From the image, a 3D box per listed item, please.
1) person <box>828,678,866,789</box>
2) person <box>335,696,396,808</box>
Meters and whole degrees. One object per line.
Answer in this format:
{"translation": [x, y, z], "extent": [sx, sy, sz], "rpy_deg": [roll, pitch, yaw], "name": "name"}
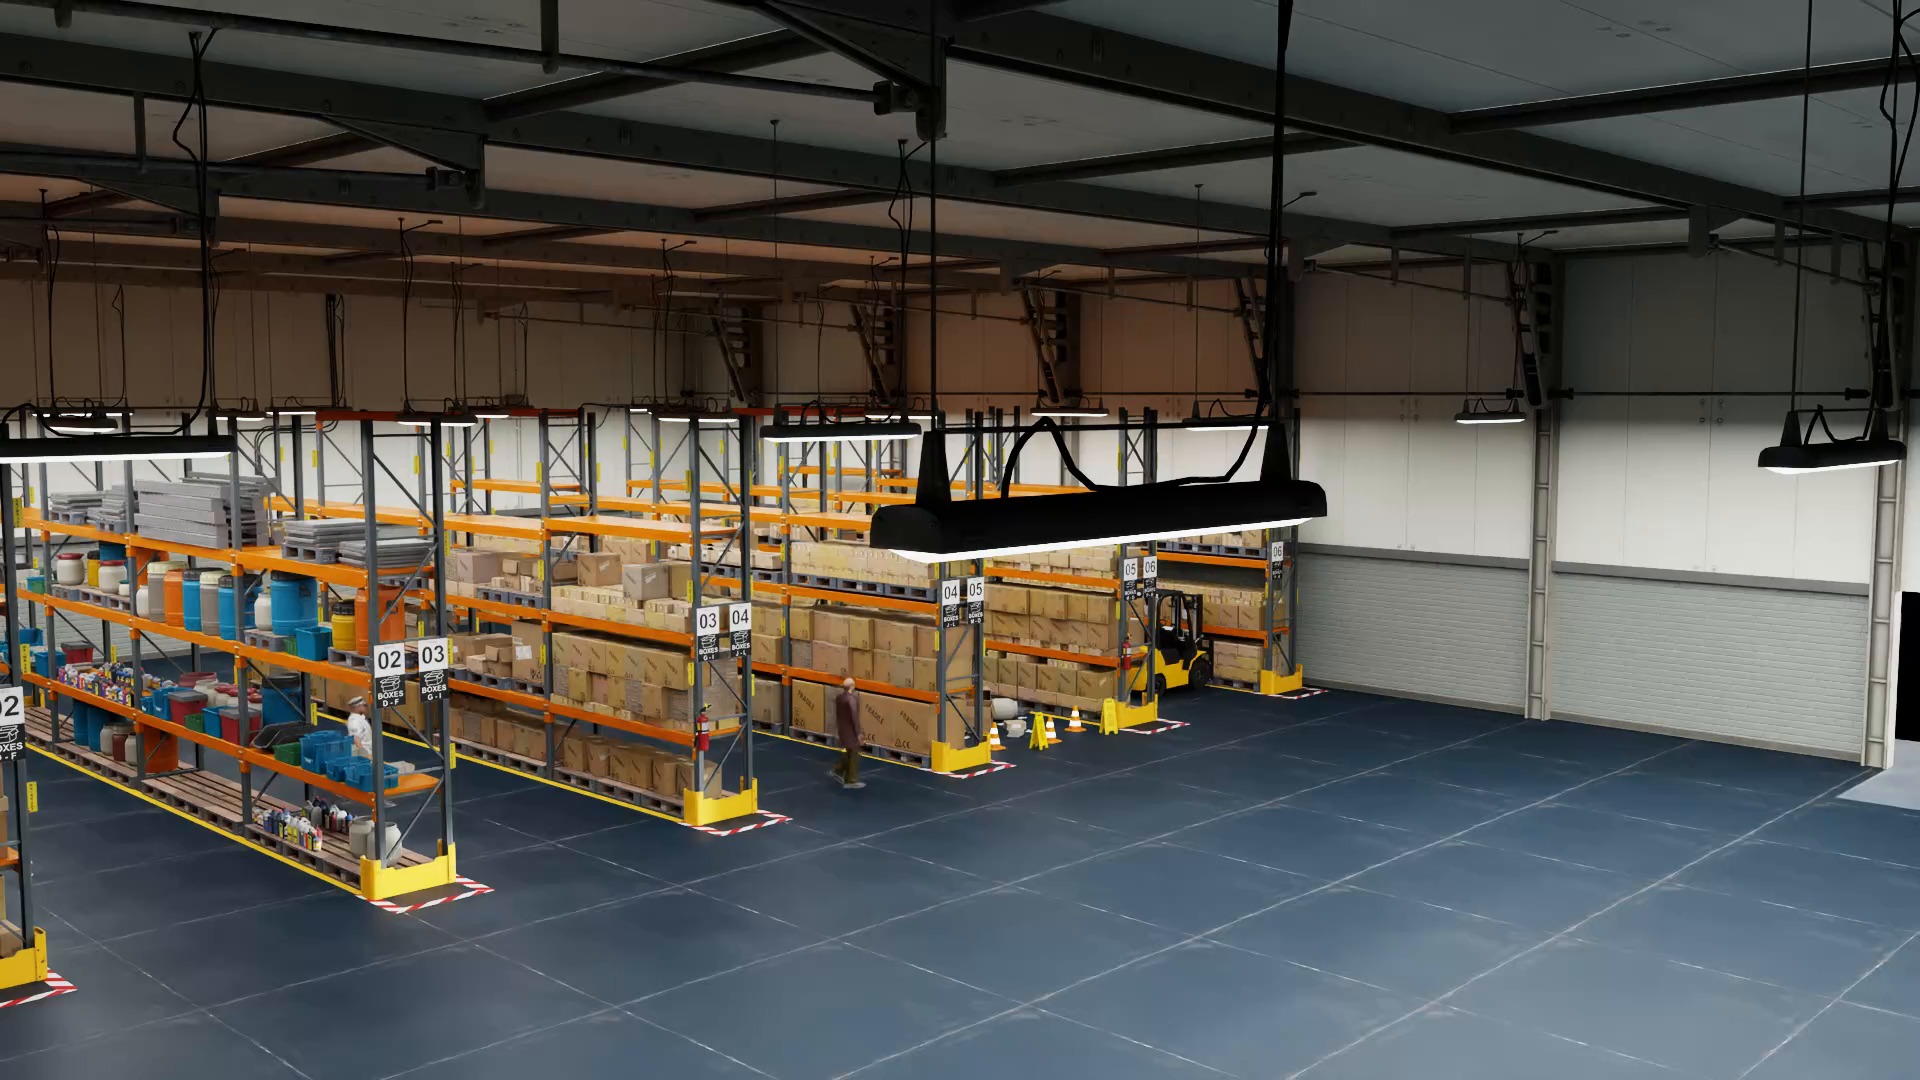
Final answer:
{"translation": [-1.796, 3.092, 26.671], "extent": [0.552, 1.780, 0.675], "rpy_deg": [-2, 5, -19], "name": "person"}
{"translation": [-9.098, 3.229, 25.299], "extent": [1.029, 1.728, 0.520], "rpy_deg": [3, 6, 31], "name": "person"}
